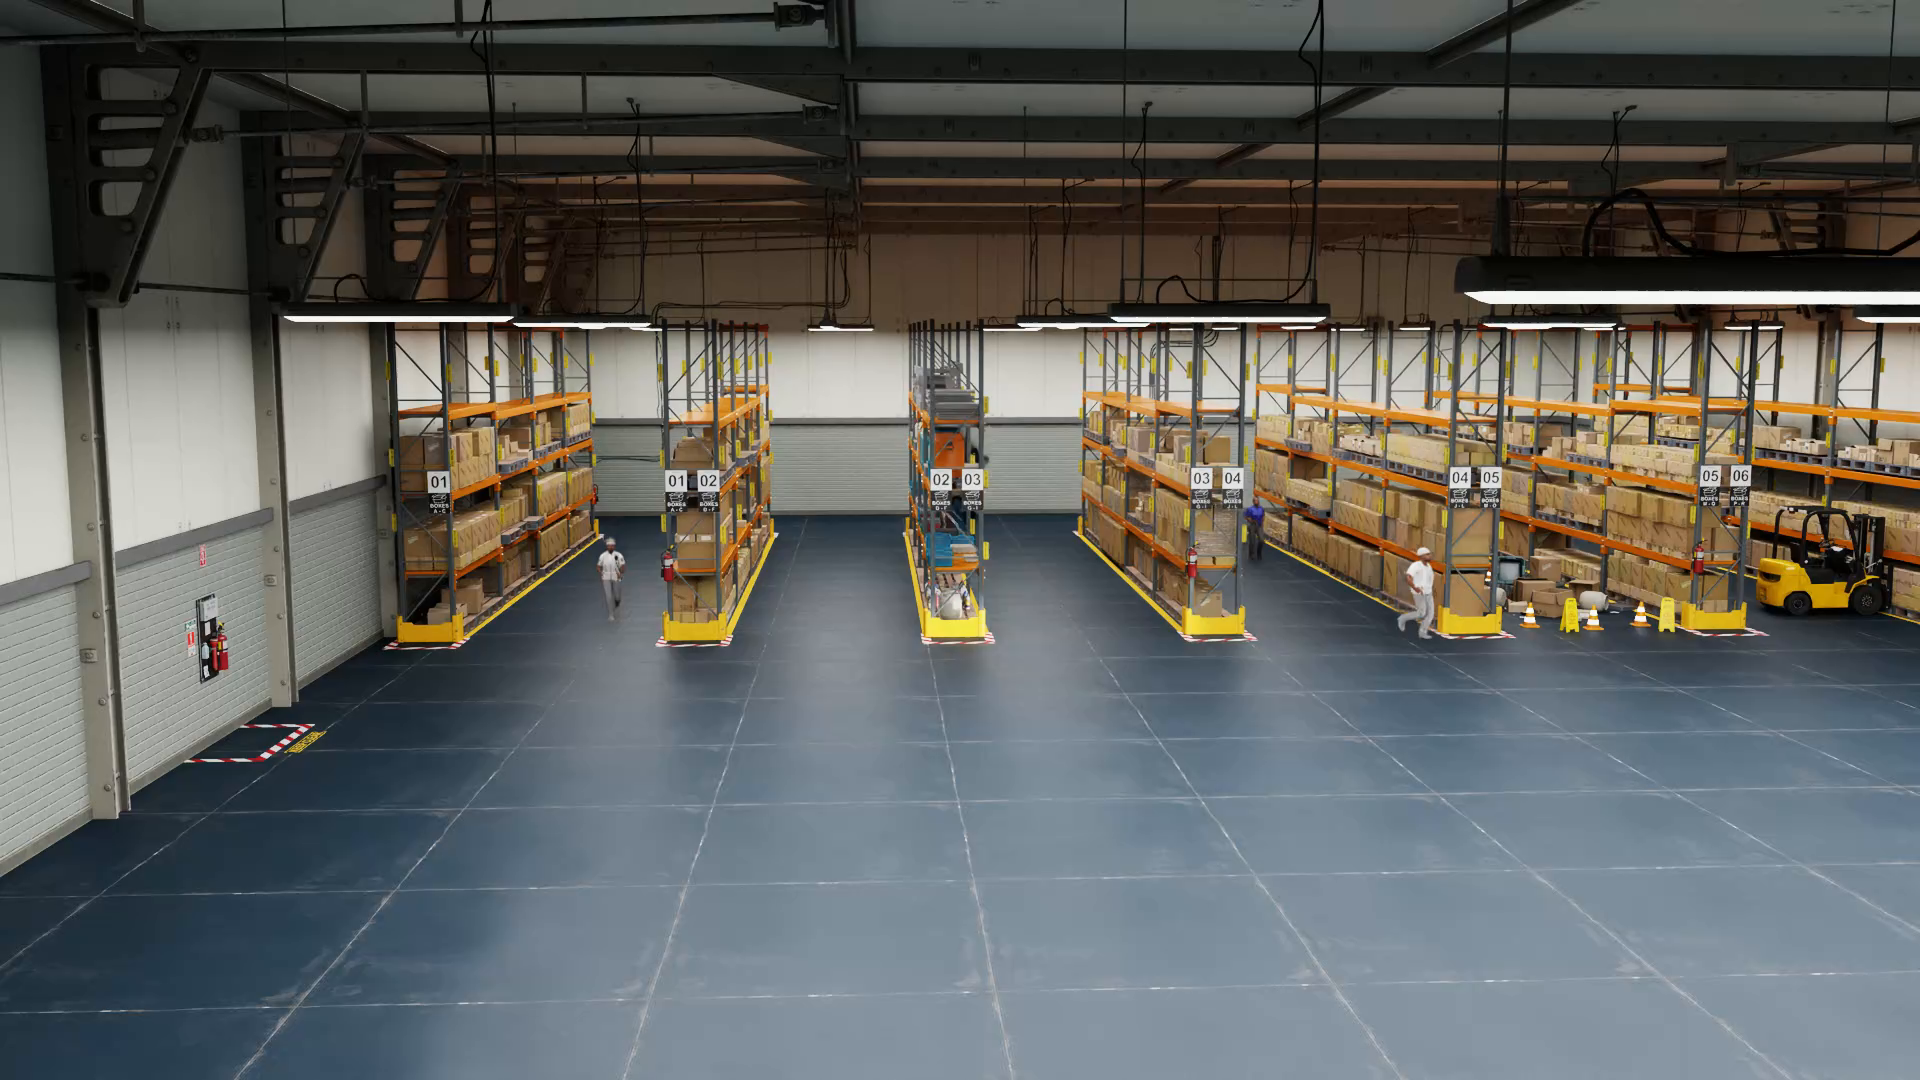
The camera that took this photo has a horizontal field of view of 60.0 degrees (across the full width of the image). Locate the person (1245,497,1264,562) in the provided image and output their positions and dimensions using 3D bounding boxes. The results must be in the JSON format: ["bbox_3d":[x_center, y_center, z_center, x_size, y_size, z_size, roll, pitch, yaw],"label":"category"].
[{"bbox_3d":[7.467,-0.259,41.983,0.572,1.683,0.697,-1,7,-8],"label":"person"}]

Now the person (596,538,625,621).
[{"bbox_3d":[-7.012,0.781,33.411,0.574,1.649,0.566,-1,7,-10],"label":"person"}]

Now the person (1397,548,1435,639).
[{"bbox_3d":[8.745,0.996,31.542,0.749,1.715,0.725,-7,10,-43],"label":"person"}]
